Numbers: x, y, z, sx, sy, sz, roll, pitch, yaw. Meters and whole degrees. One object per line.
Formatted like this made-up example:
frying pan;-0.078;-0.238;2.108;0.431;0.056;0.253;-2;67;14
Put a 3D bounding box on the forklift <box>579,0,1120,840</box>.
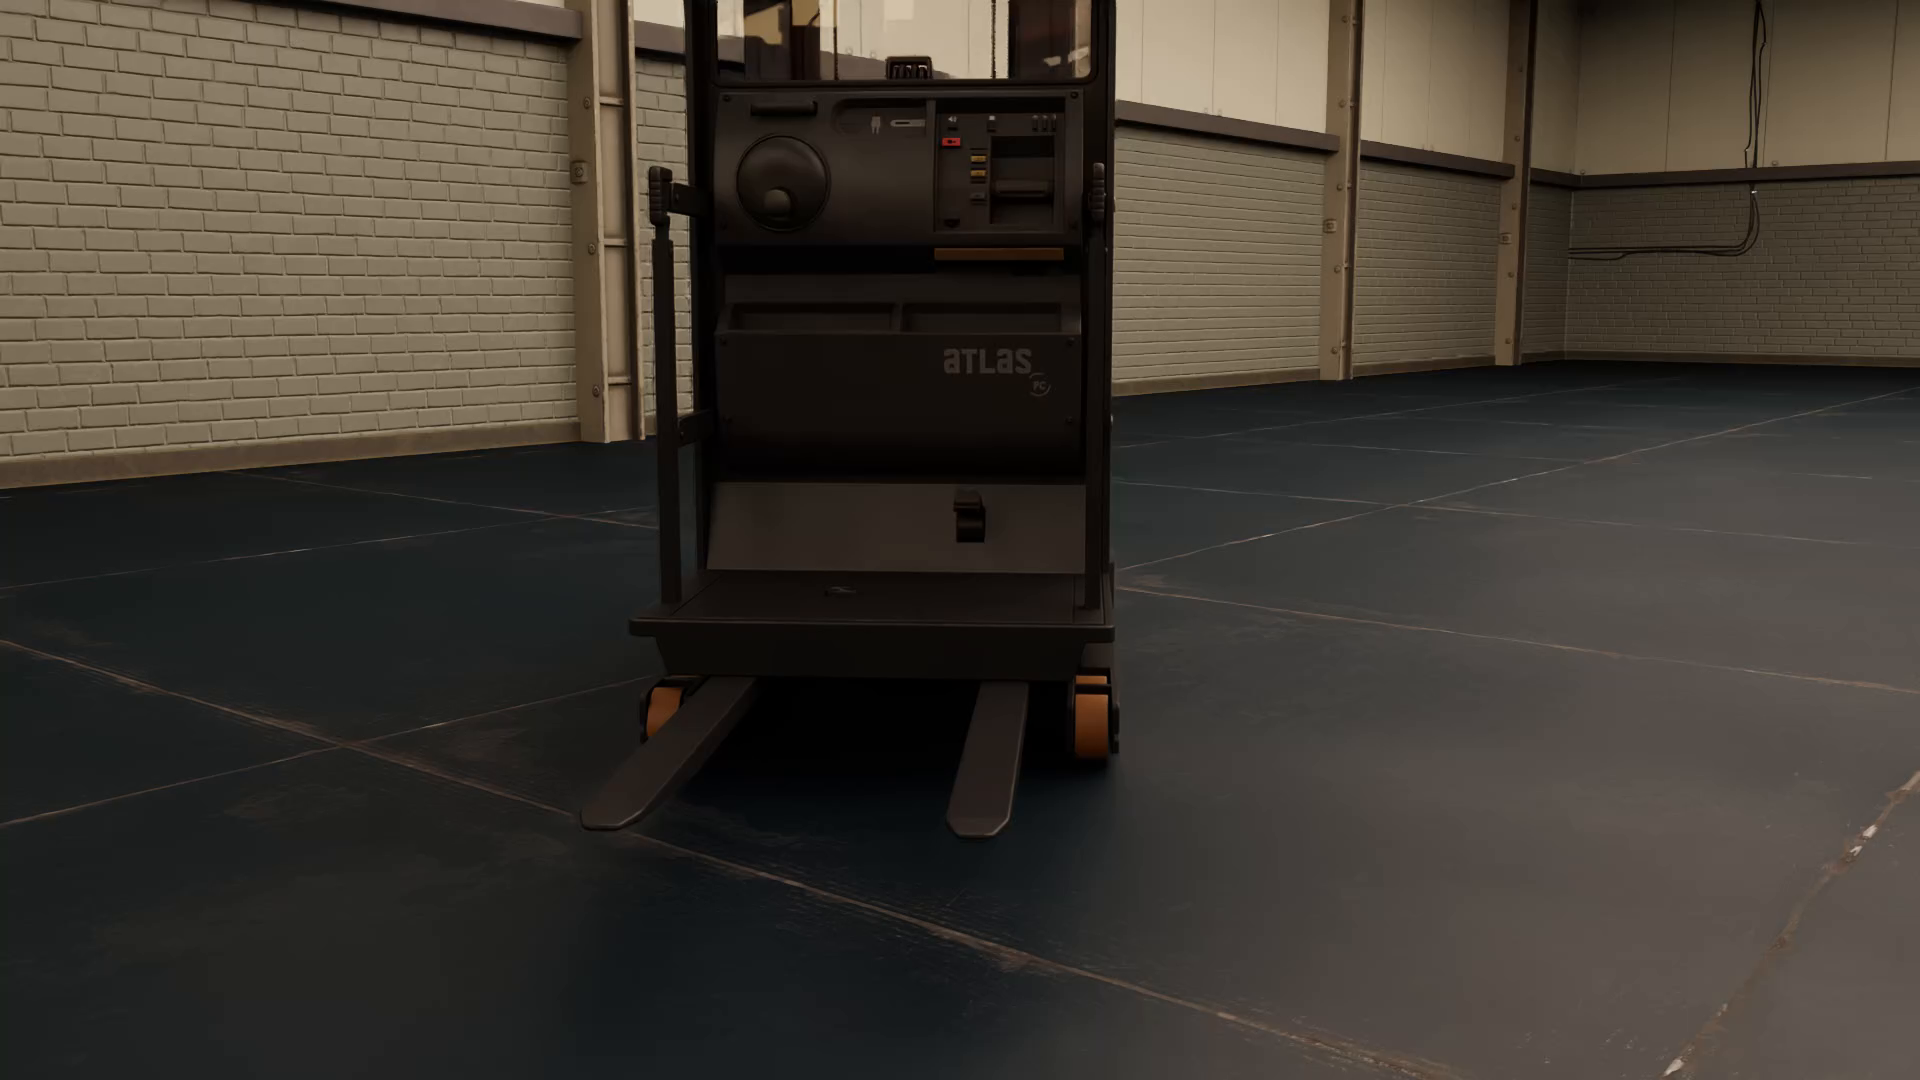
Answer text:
forklift;-0.168;-0.981;3.984;1.130;2.935;3.031;1;8;4
